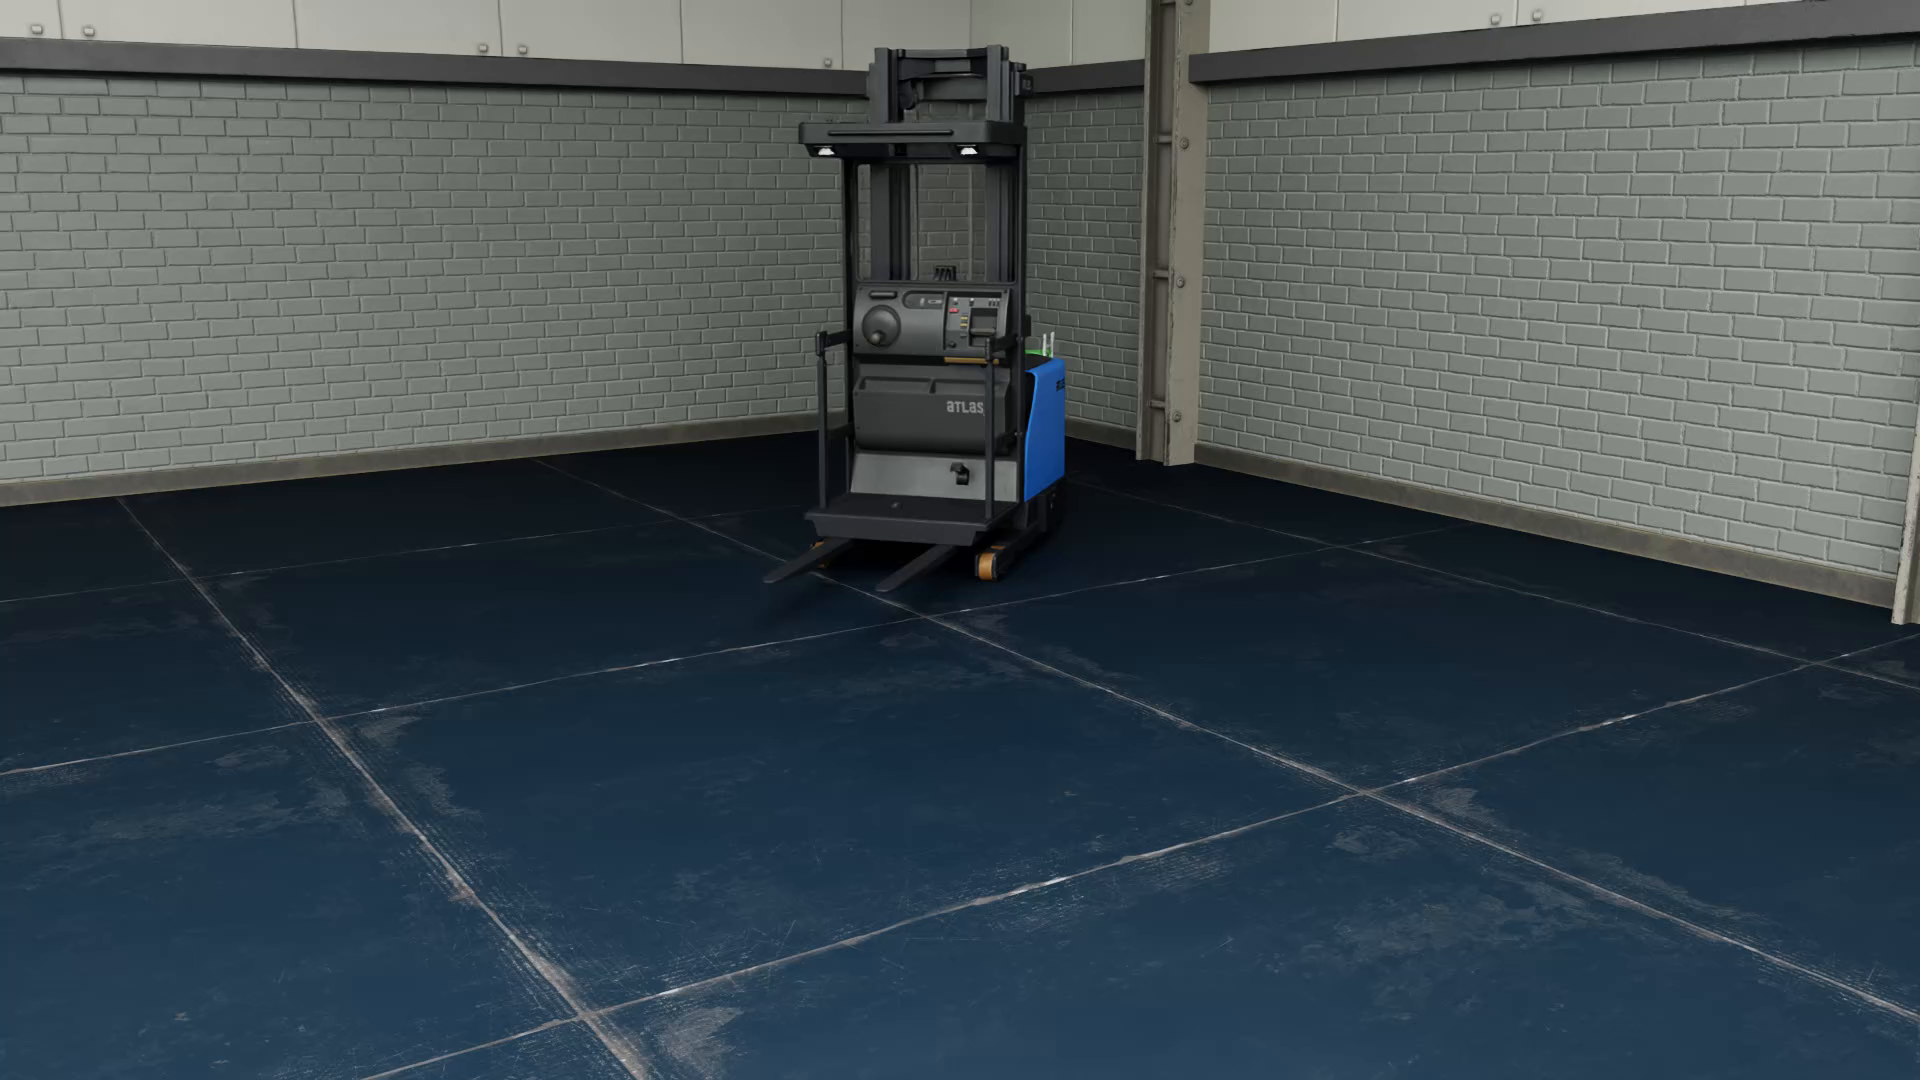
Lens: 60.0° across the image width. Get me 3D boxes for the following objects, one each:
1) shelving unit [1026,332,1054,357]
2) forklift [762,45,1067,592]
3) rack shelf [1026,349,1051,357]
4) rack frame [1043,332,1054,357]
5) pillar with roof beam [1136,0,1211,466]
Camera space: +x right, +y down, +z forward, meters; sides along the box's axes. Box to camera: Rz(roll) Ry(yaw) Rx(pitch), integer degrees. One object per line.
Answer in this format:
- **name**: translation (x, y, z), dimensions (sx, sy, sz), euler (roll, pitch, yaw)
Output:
- **shelving unit**: translation (0.346, -0.790, 11.147), dimensions (0.503, 1.200, 0.258), euler (4, 11, 16)
- **forklift**: translation (-0.228, -1.294, 9.417), dimensions (1.130, 2.935, 3.031), euler (4, 13, 17)
- **rack shelf**: translation (0.349, -1.199, 11.070), dimensions (0.480, 0.148, 0.258), euler (4, 11, 16)
- **rack frame**: translation (0.580, -0.775, 11.080), dimensions (0.015, 1.200, 0.240), euler (4, 11, 16)
- **pillar with roof beam**: translation (-1.942, -4.519, 9.961), dimensions (9.100, 9.000, 0.400), euler (-8, 15, -33)
